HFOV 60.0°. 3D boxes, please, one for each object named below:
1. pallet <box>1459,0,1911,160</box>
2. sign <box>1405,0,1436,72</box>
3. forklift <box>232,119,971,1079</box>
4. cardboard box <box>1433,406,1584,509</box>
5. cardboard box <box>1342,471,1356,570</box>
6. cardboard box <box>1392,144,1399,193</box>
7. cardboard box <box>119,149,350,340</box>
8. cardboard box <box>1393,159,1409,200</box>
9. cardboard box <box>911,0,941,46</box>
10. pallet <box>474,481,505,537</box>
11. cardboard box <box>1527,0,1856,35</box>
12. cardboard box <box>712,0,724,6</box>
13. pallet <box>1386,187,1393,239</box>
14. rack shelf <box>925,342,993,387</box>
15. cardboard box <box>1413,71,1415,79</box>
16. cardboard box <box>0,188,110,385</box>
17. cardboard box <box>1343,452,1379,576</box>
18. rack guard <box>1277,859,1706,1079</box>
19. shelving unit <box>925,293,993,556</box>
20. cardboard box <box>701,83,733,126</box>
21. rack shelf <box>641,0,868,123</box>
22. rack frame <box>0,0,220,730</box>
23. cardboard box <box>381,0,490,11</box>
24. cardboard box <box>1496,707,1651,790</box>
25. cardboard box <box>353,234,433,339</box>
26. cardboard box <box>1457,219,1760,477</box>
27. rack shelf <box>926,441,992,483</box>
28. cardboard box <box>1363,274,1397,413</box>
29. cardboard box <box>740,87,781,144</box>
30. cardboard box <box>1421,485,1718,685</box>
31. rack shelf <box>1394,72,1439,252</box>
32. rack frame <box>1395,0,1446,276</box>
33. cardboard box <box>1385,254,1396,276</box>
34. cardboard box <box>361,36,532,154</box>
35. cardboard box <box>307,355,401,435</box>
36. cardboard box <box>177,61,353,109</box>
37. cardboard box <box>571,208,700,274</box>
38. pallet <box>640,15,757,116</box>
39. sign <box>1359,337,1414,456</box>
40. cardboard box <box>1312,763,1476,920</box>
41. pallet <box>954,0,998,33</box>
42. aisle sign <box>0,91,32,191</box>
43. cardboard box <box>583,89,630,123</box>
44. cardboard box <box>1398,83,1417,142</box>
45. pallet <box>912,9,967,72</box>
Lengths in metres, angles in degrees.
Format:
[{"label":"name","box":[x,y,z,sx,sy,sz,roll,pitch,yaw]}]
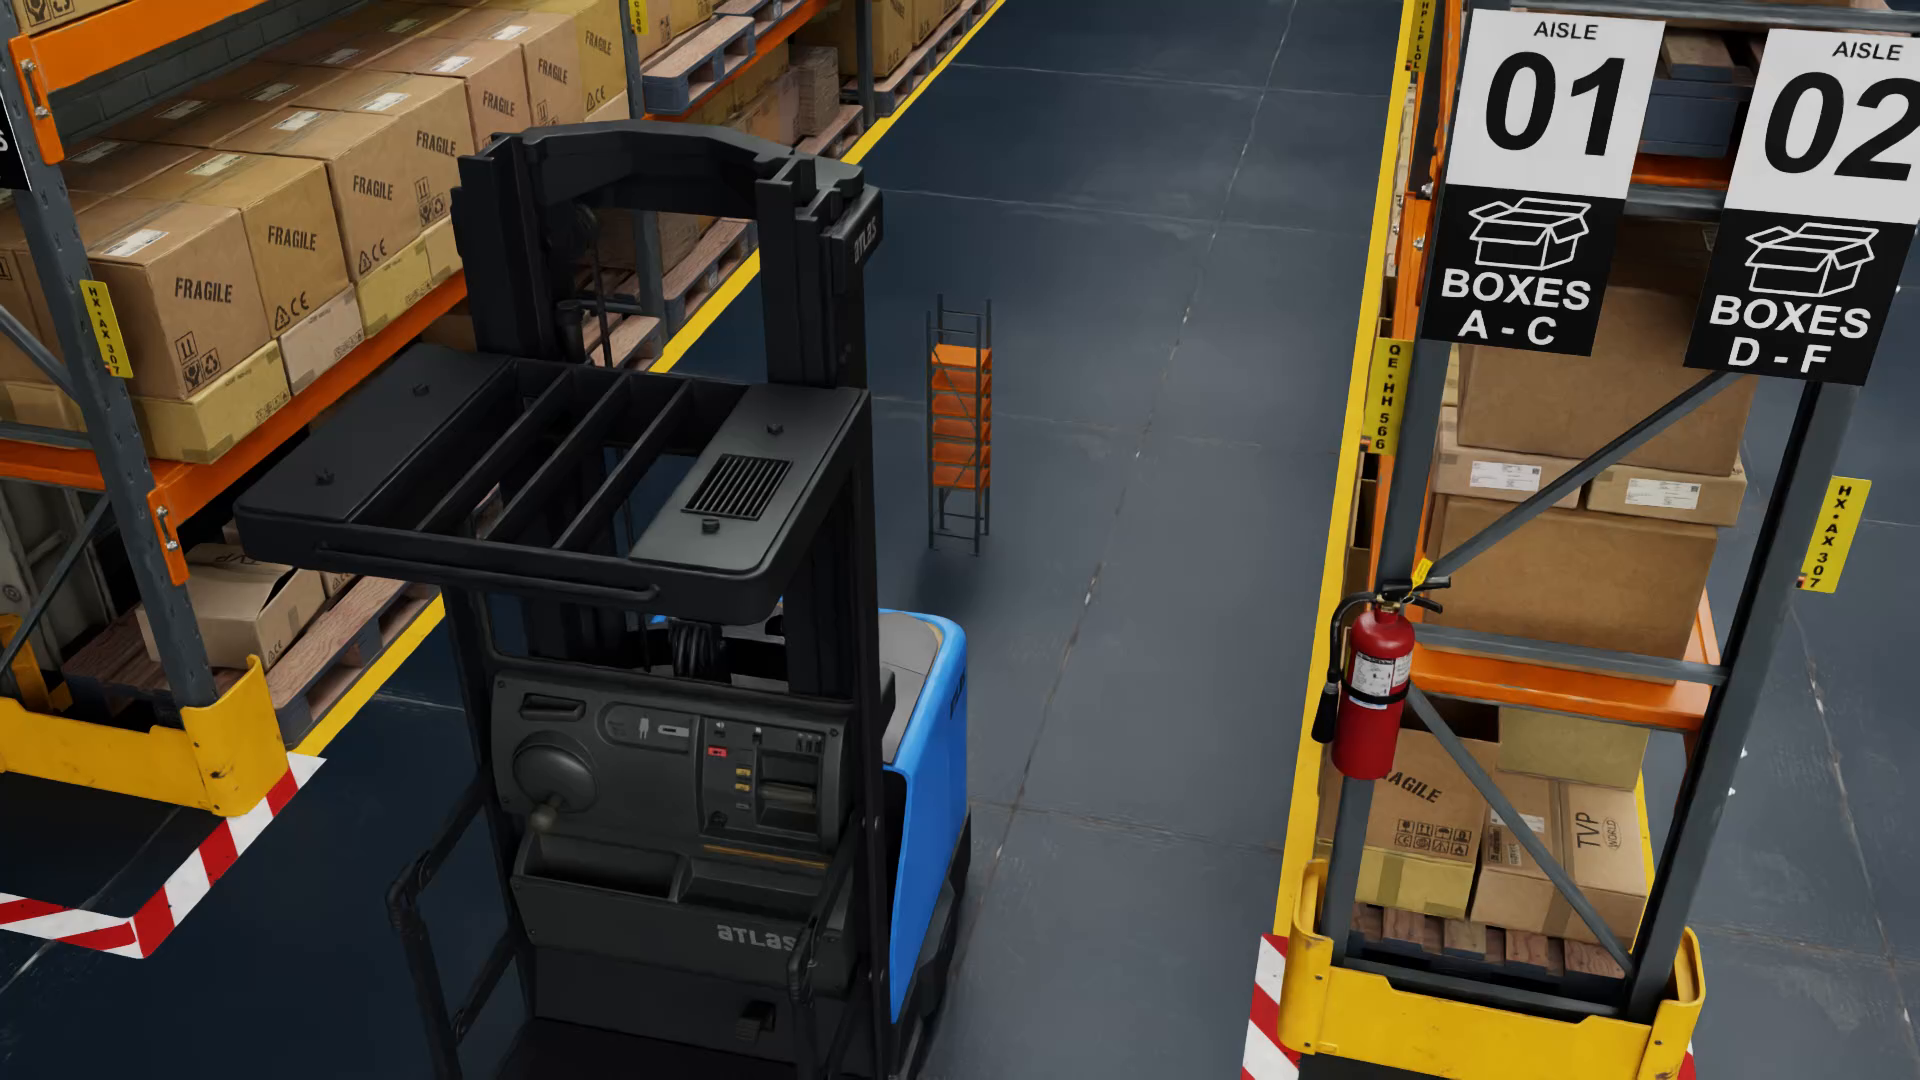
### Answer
[{"label":"pallet","box":[1.812,-1.283,4.259,1.003,0.211,1.213,8,33,12]},{"label":"sign","box":[2.095,-2.291,7.552,0.100,0.325,0.005,8,33,12]},{"label":"forklift","box":[-0.789,0.634,4.021,1.130,2.935,3.031,7,33,11]},{"label":"cardboard box","box":[1.520,-0.231,4.620,0.380,0.149,0.250,7,33,12]},{"label":"cardboard box","box":[1.948,-0.067,7.231,0.500,0.250,0.500,8,33,12]},{"label":"cardboard box","box":[3.094,-2.367,10.849,0.500,0.250,0.500,7,33,11]},{"label":"cardboard box","box":[-2.638,-1.087,6.087,0.500,0.500,0.500,8,33,13]},{"label":"cardboard box","box":[2.834,-2.059,9.842,0.500,0.311,0.500,8,33,12]},{"label":"cardboard box","box":[-0.613,-4.603,13.806,0.750,0.750,0.750,8,33,12]},{"label":"pallet","box":[-2.614,-0.274,7.985,1.003,0.211,1.213,8,33,12]},{"label":"cardboard box","box":[1.757,-1.535,3.954,0.797,0.503,0.637,10,34,16]},{"label":"cardboard box","box":[-1.722,-3.562,10.054,0.700,0.500,0.500,13,35,19]},{"label":"pallet","box":[3.391,-2.244,11.083,1.003,0.211,1.213,8,33,12]},{"label":"rack shelf","box":[-0.004,-0.765,7.247,0.258,0.103,0.180,8,33,12]},{"label":"cardboard box","box":[3.779,-3.759,12.787,0.500,0.500,0.500,7,33,11]},{"label":"cardboard box","box":[-3.271,-0.899,5.790,0.500,0.500,0.500,8,33,12]},{"label":"cardboard box","box":[1.823,-0.124,6.621,0.500,0.500,0.500,8,33,12]},{"label":"rack guard","box":[1.601,1.376,5.119,1.175,0.500,0.348,8,33,12]},{"label":"shelving unit","box":[-0.004,-0.499,7.416,0.258,1.200,0.189,8,33,12]},{"label":"cardboard box","box":[-1.763,-2.770,10.533,0.500,0.250,0.500,7,33,11]},{"label":"rack shelf","box":[-1.663,-3.174,10.617,1.077,0.370,4.000,8,33,12]},{"label":"rack frame","box":[-3.185,-0.364,5.526,1.000,3.000,0.127,8,33,12]},{"label":"cardboard box","box":[-2.492,-2.486,8.286,0.500,0.500,0.500,7,33,11]},{"label":"cardboard box","box":[2.083,0.468,5.691,0.500,0.500,0.500,8,33,12]},{"label":"cardboard box","box":[-2.501,-1.054,6.733,0.500,0.250,0.500,8,33,12]},{"label":"cardboard box","box":[1.751,-0.549,4.515,0.700,0.500,0.500,8,33,13]},{"label":"rack shelf","box":[-0.004,-0.360,7.505,0.258,0.103,0.180,8,33,12]},{"label":"cardboard box","box":[2.202,-0.902,7.846,0.500,0.500,0.500,8,33,12]},{"label":"cardboard box","box":[-1.629,-2.752,11.203,0.700,0.500,0.500,8,33,12]},{"label":"cardboard box","box":[1.738,0.026,4.820,0.700,0.500,0.500,8,33,12]},{"label":"rack shelf","box":[3.130,-2.501,9.559,1.077,0.370,4.000,8,33,12]},{"label":"rack frame","box":[2.622,-1.767,7.734,1.000,3.000,0.127,8,33,12]},{"label":"cardboard box","box":[2.448,-1.270,8.600,0.500,0.311,0.500,8,33,12]},{"label":"cardboard box","box":[-2.250,-1.894,7.356,0.500,0.500,0.500,7,33,11]},{"label":"cardboard box","box":[-2.543,-0.511,7.678,0.700,0.500,0.500,6,33,9]},{"label":"cardboard box","box":[-2.879,-1.689,7.033,0.500,0.500,0.500,8,33,13]},{"label":"cardboard box","box":[-2.000,-1.955,9.948,0.700,0.500,0.500,9,34,14]},{"label":"pallet","box":[-1.836,-2.735,9.436,1.003,0.211,1.213,8,33,12]},{"label":"sign","box":[1.086,-0.361,4.222,0.100,0.325,0.005,8,33,12]},{"label":"cardboard box","box":[1.457,0.973,5.594,0.500,0.250,0.500,8,33,12]},{"label":"pallet","box":[-0.263,-5.003,15.424,1.003,0.211,1.213,8,33,12]},{"label":"aisle sign","box":[-2.913,-1.383,4.706,0.394,0.787,0.004,8,33,12]},{"label":"cardboard box","box":[-1.997,-2.098,8.375,0.500,0.250,0.500,8,33,12]},{"label":"cardboard box","box":[3.220,-2.864,11.109,0.500,0.311,0.500,9,34,14]},{"label":"pallet","box":[-0.571,-4.368,14.425,1.003,0.211,1.213,8,33,12]}]
